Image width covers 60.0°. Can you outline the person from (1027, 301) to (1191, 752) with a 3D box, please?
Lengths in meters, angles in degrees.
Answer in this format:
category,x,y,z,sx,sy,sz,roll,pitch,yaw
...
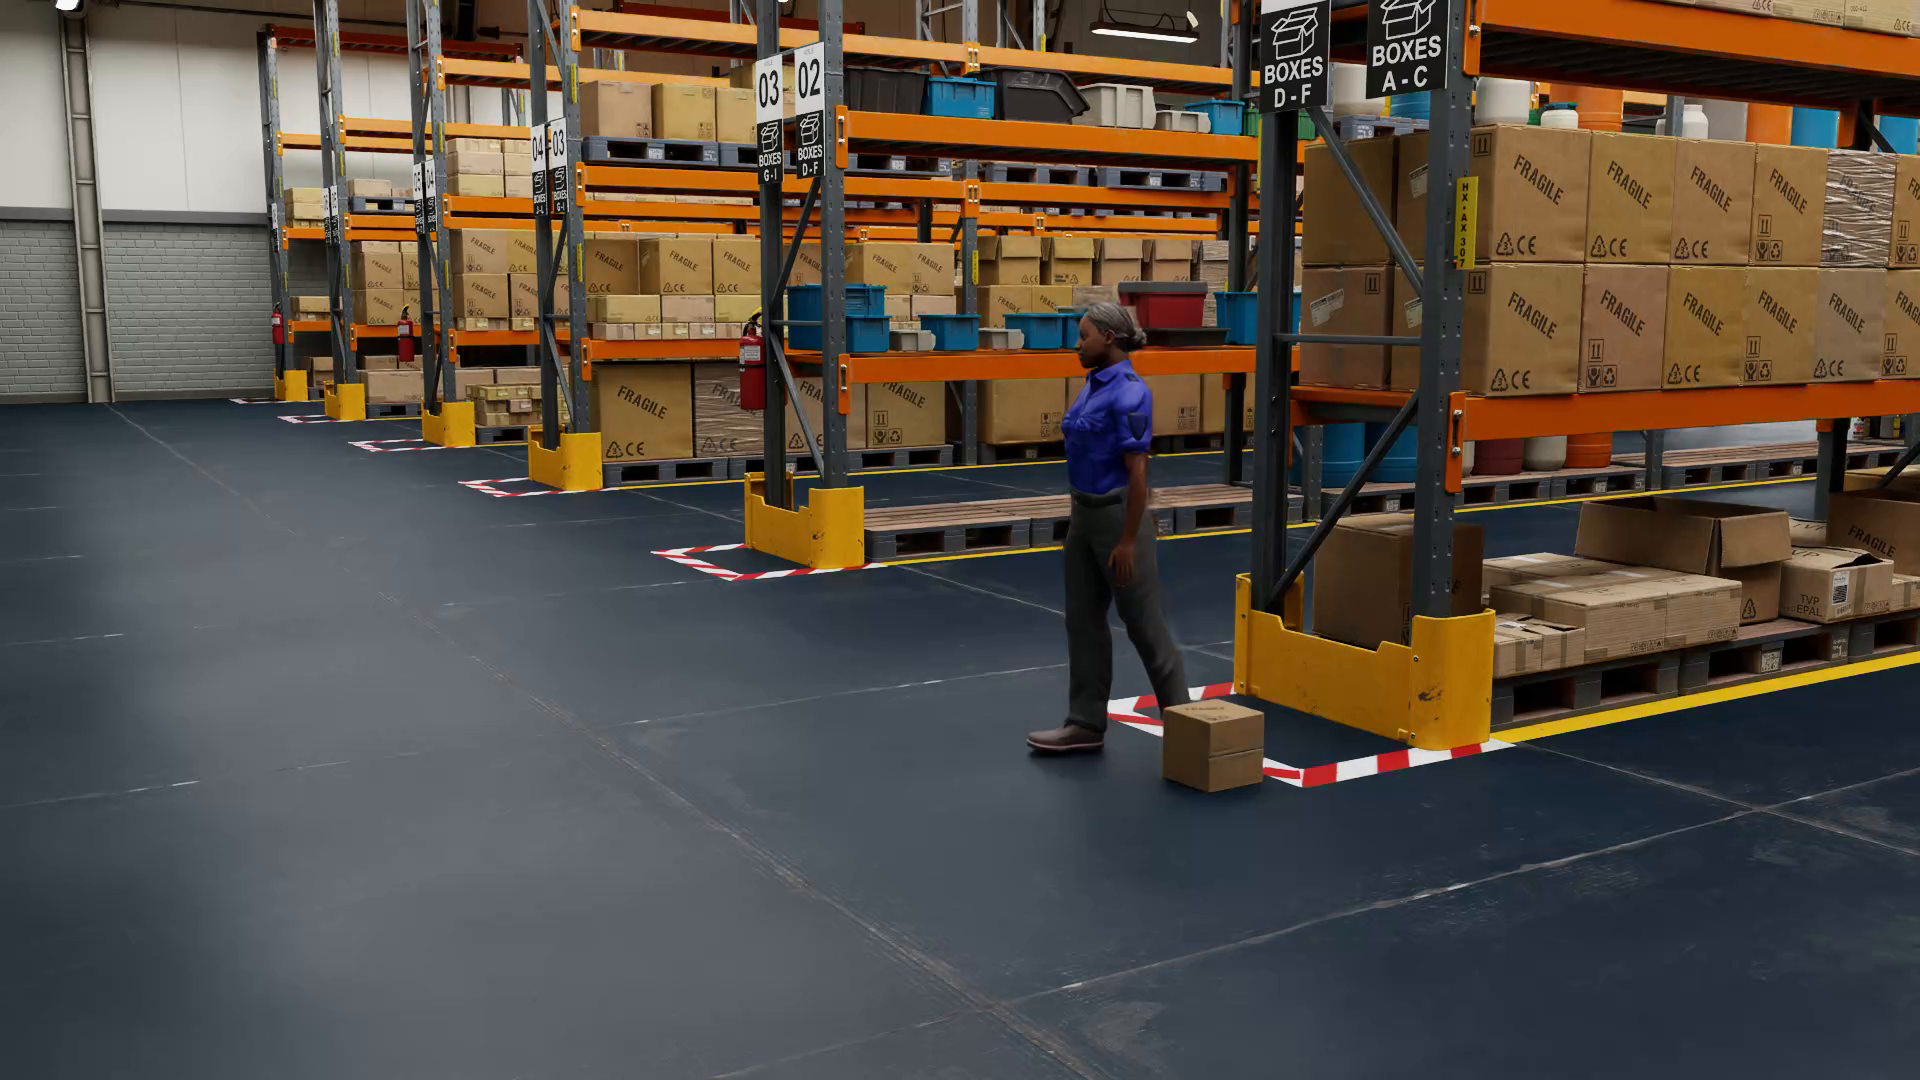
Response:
category,x,y,z,sx,sy,sz,roll,pitch,yaw
person,0.563,-0.031,6.008,0.556,1.647,0.654,-3,9,-21
